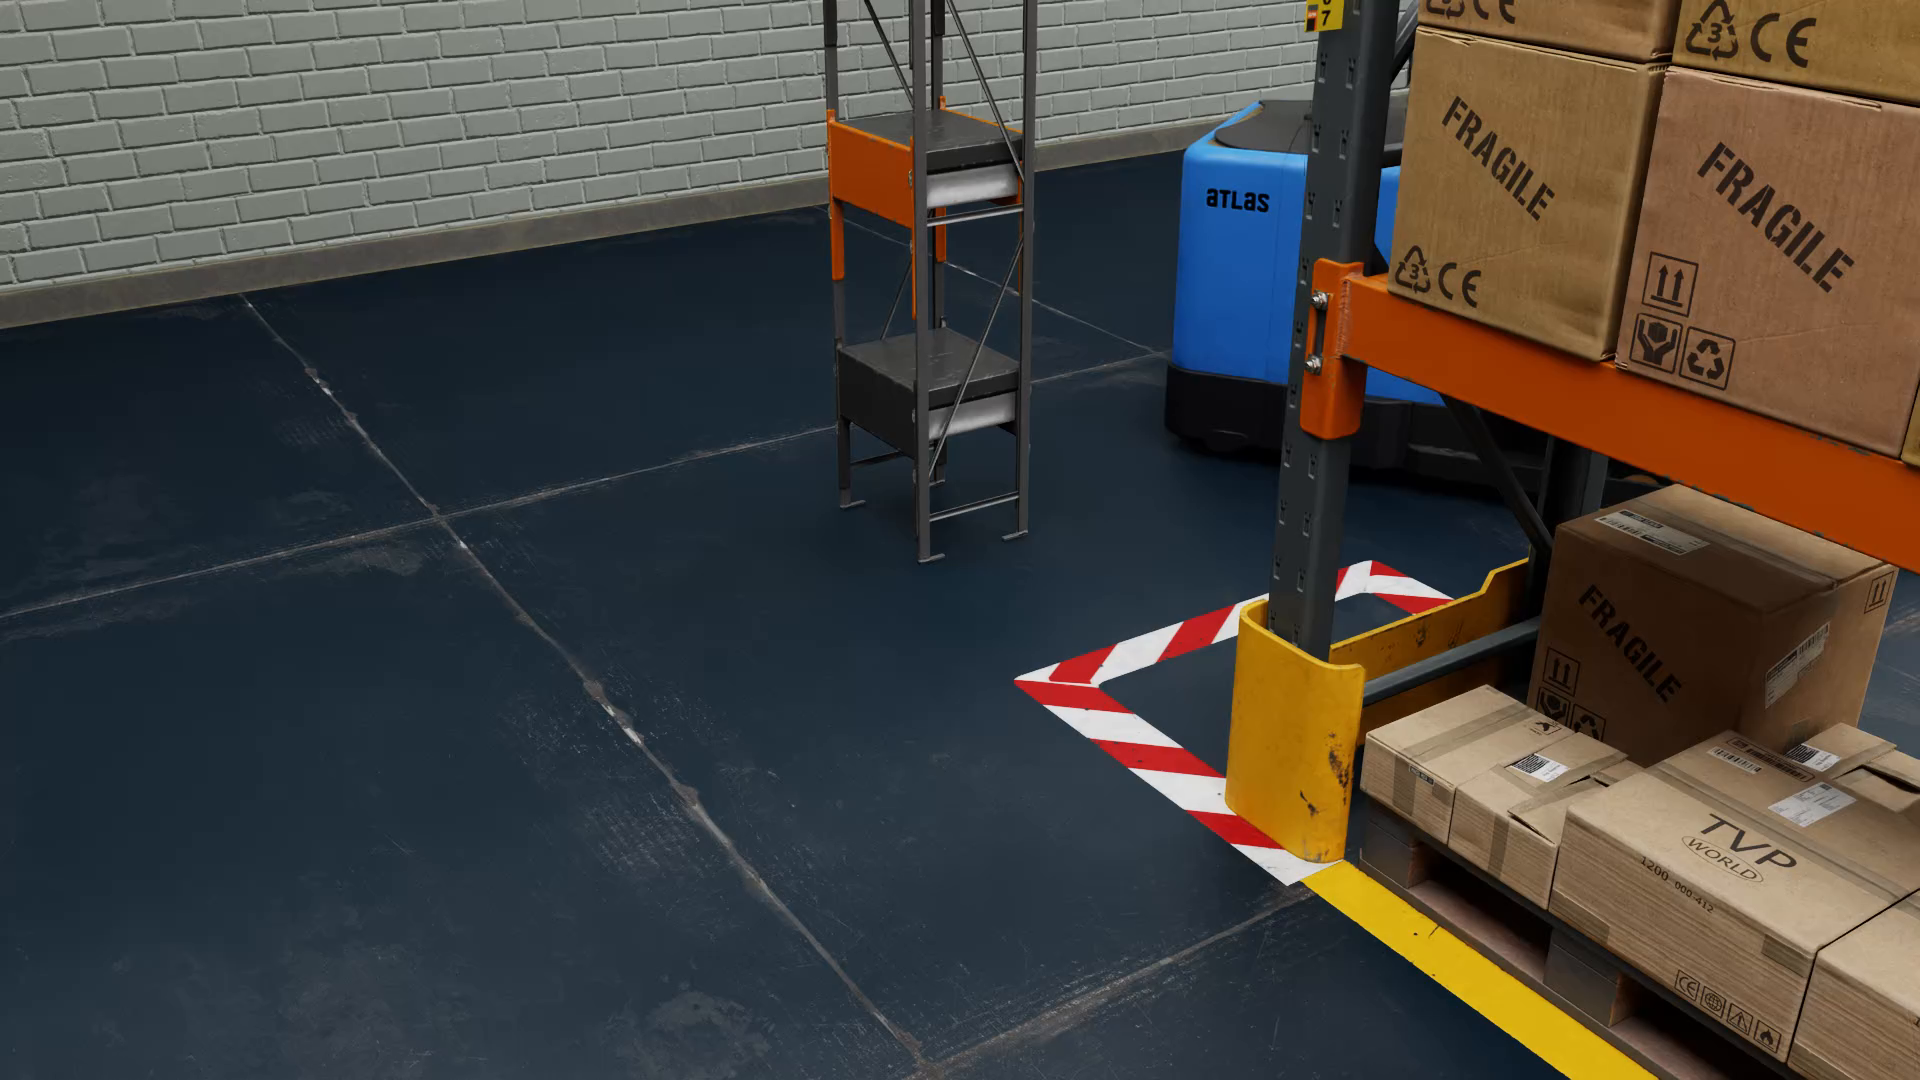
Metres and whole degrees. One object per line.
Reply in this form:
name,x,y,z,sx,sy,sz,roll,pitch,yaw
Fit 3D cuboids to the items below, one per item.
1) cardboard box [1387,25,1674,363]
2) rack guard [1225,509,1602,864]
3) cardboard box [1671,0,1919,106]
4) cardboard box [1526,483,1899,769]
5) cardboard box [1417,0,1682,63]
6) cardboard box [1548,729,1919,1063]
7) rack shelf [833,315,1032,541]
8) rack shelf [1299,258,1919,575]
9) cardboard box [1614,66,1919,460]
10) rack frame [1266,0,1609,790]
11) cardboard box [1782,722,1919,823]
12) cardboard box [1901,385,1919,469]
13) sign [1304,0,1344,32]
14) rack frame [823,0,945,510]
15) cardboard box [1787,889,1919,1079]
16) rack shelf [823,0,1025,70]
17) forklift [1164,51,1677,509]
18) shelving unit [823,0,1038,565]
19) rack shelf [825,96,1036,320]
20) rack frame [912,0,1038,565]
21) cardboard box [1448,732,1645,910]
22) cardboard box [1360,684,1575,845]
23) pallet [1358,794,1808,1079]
cardboard box,1.165,-0.672,3.042,0.500,0.500,0.500,-15,29,-29
rack guard,1.186,0.311,4.006,1.175,0.500,0.348,-16,29,-30
cardboard box,1.457,-0.939,2.437,0.500,0.500,0.500,-15,29,-29
cardboard box,1.647,0.222,3.679,0.500,0.500,0.500,-16,29,-30
cardboard box,1.165,-1.124,2.829,0.500,0.500,0.500,-15,29,-28
cardboard box,1.476,0.637,3.092,0.500,0.250,0.500,-16,29,-30
rack shelf,-0.090,-0.363,5.232,0.431,0.518,0.480,-16,29,-30
rack shelf,2.236,0.194,2.168,1.077,0.370,4.000,-16,29,-30
cardboard box,1.452,-0.489,2.654,0.500,0.500,0.500,-16,30,-30
rack frame,1.144,-0.847,3.530,1.000,3.000,0.127,-16,29,-30
cardboard box,1.793,0.538,3.399,0.380,0.166,0.250,-16,29,-30
cardboard box,1.723,-0.308,2.272,0.500,0.500,0.500,-16,29,-30
sign,0.690,-1.112,3.077,0.100,0.325,0.005,-16,29,-30
rack frame,-0.224,-1.096,5.112,0.400,2.100,0.015,-16,29,-30
cardboard box,1.749,0.816,2.713,0.500,0.250,0.500,-16,29,-30
rack shelf,-0.090,-1.629,4.634,0.431,0.518,0.480,-16,29,-30
forklift,2.294,-1.589,5.184,3.031,2.935,1.130,11,27,21
shelving unit,-0.090,-1.009,4.927,0.431,2.100,0.503,-16,29,-30
rack shelf,-0.090,-0.996,4.933,0.431,0.518,0.480,-16,29,-30
rack frame,0.043,-0.921,4.742,0.400,2.100,0.015,-16,29,-30
cardboard box,1.221,0.555,3.365,0.380,0.166,0.250,-16,29,-30
cardboard box,1.085,0.473,3.558,0.380,0.149,0.250,-16,29,-30
pallet,1.622,0.726,3.464,1.003,0.211,1.213,-16,29,-30
